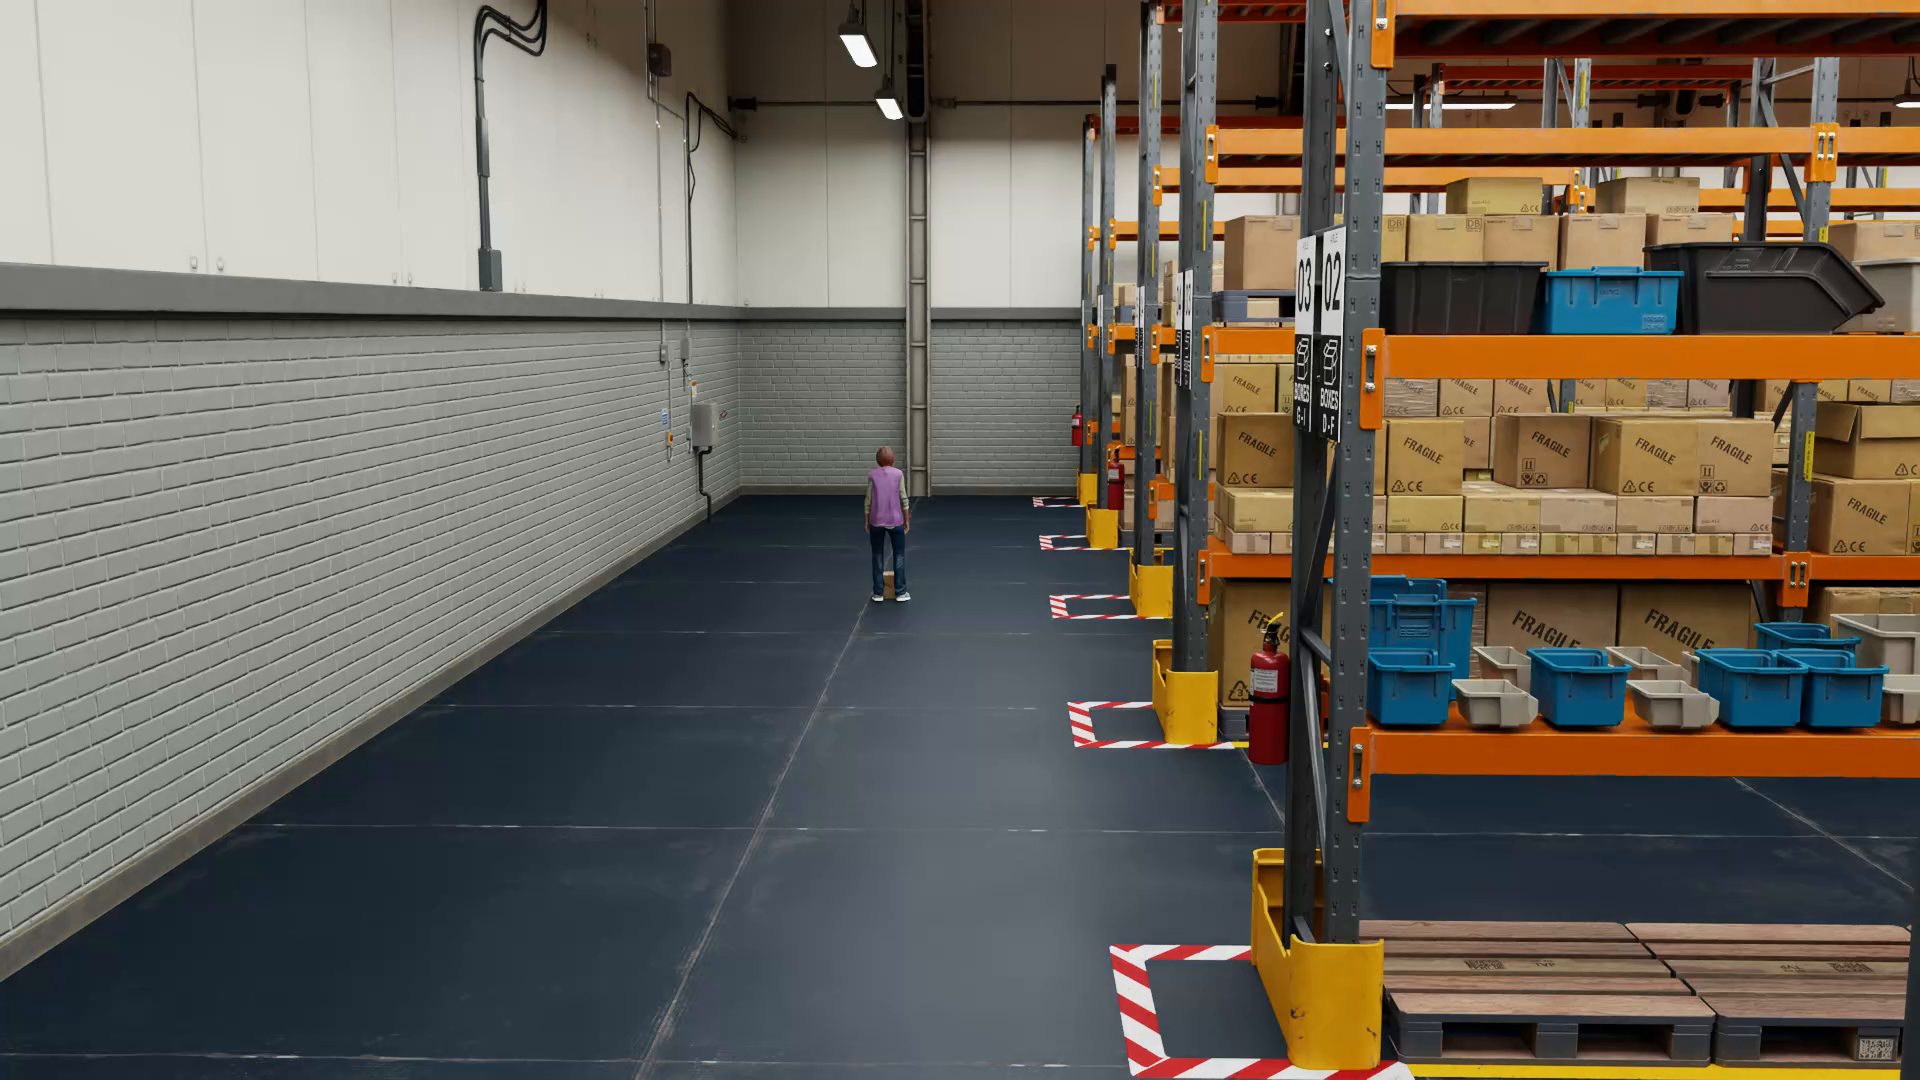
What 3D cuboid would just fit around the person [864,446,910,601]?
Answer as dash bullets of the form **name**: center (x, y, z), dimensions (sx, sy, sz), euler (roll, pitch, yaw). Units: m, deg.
- **person**: center (-0.750, -0.163, 17.066), dimensions (0.462, 1.594, 0.344), euler (0, 7, 1)
